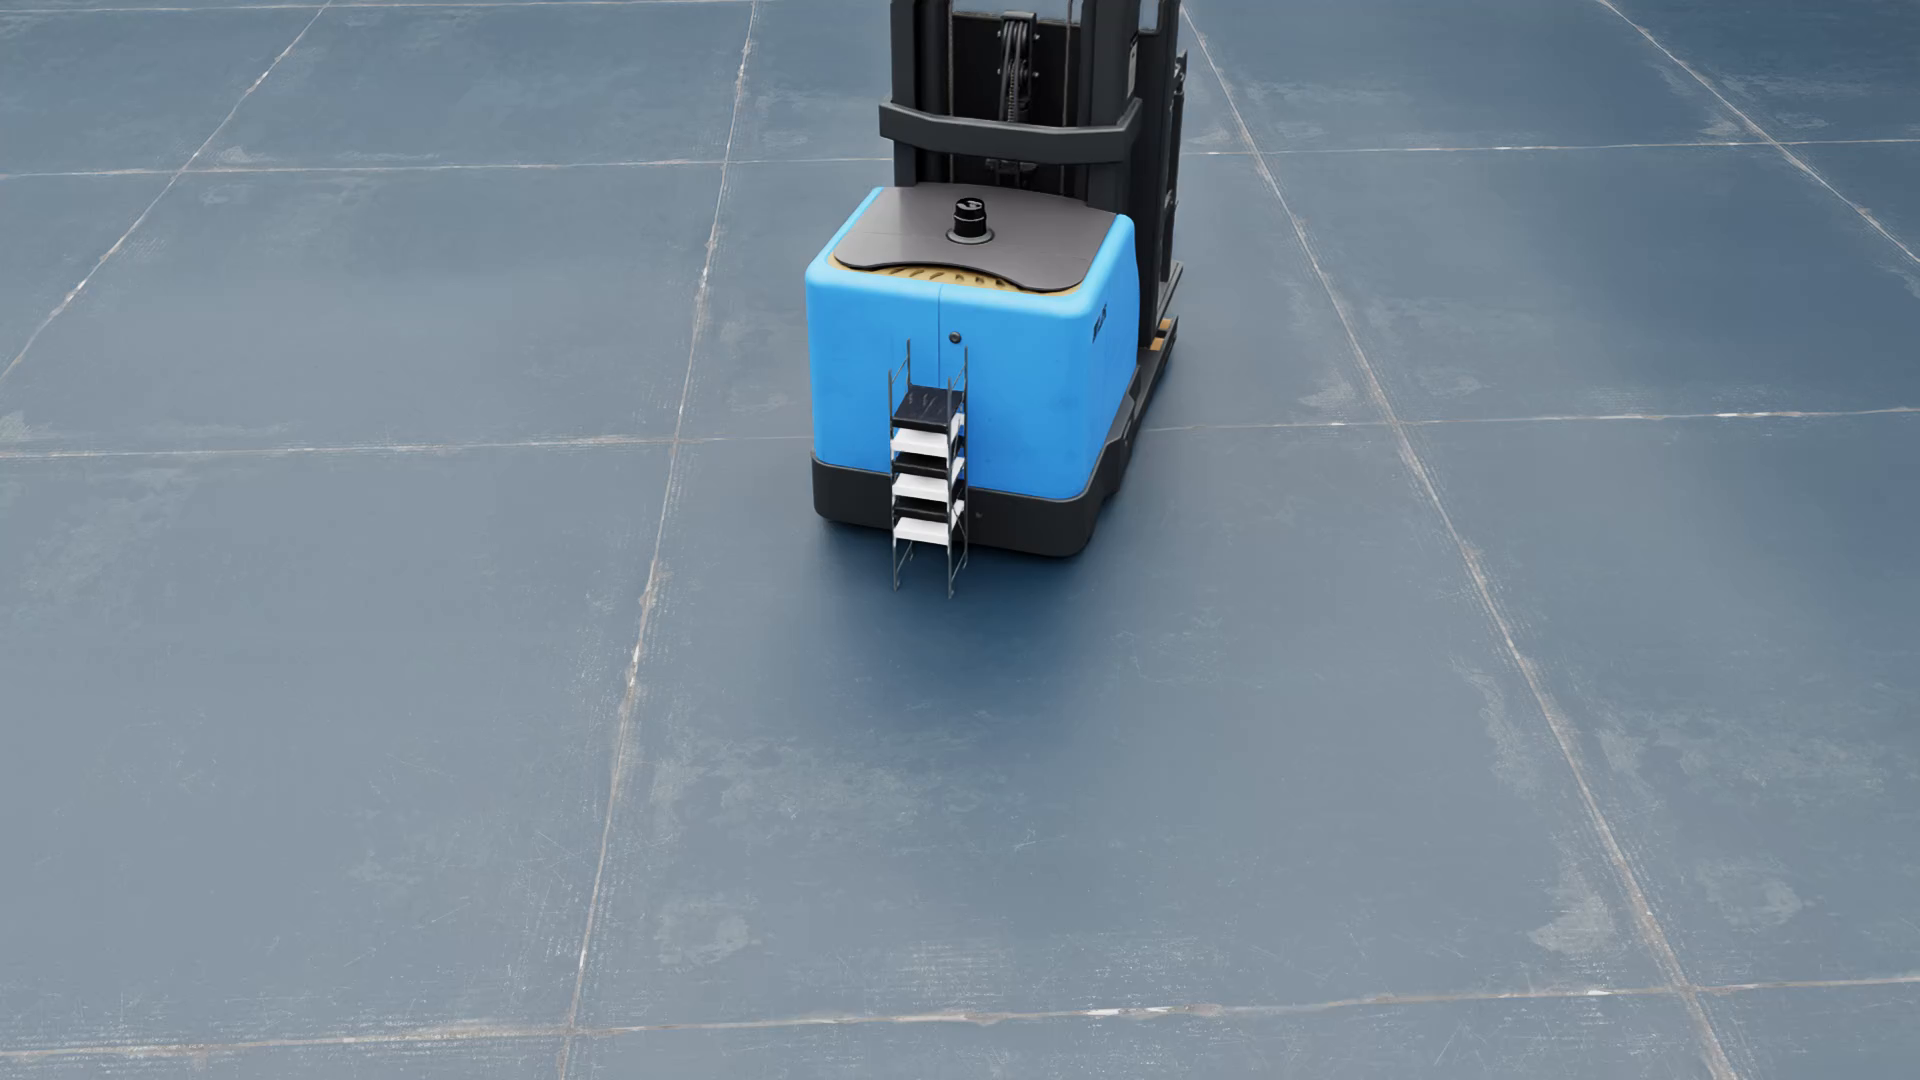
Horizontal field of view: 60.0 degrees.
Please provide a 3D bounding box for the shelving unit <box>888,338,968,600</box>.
[{"bbox_3d":[-0.105,-0.237,5.802,0.210,0.900,0.258,9,36,12],"label":"shelving unit"}]

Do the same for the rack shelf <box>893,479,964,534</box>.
[{"bbox_3d":[-0.105,-0.136,5.872,0.200,0.077,0.258,9,36,12],"label":"rack shelf"}]

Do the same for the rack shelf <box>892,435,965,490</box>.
[{"bbox_3d":[-0.105,-0.284,5.769,0.200,0.077,0.258,9,36,12],"label":"rack shelf"}]

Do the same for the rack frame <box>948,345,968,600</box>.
[{"bbox_3d":[-0.007,-0.222,5.780,0.006,0.900,0.240,9,36,12],"label":"rack frame"}]

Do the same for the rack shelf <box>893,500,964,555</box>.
[{"bbox_3d":[-0.105,-0.062,5.923,0.200,0.077,0.258,9,36,12],"label":"rack shelf"}]

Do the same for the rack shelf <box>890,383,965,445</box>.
[{"bbox_3d":[-0.105,-0.432,5.667,0.200,0.077,0.258,9,36,12],"label":"rack shelf"}]

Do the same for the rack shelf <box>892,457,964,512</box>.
[{"bbox_3d":[-0.105,-0.210,5.821,0.200,0.077,0.258,9,36,12],"label":"rack shelf"}]

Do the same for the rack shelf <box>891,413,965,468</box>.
[{"bbox_3d":[-0.105,-0.358,5.718,0.200,0.077,0.258,9,36,12],"label":"rack shelf"}]

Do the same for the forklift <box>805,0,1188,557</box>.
[{"bbox_3d":[0.346,-1.981,6.536,1.130,2.935,3.031,9,36,13],"label":"forklift"}]

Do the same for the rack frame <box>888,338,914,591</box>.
[{"bbox_3d":[-0.203,-0.252,5.823,0.006,0.900,0.240,9,36,12],"label":"rack frame"}]
